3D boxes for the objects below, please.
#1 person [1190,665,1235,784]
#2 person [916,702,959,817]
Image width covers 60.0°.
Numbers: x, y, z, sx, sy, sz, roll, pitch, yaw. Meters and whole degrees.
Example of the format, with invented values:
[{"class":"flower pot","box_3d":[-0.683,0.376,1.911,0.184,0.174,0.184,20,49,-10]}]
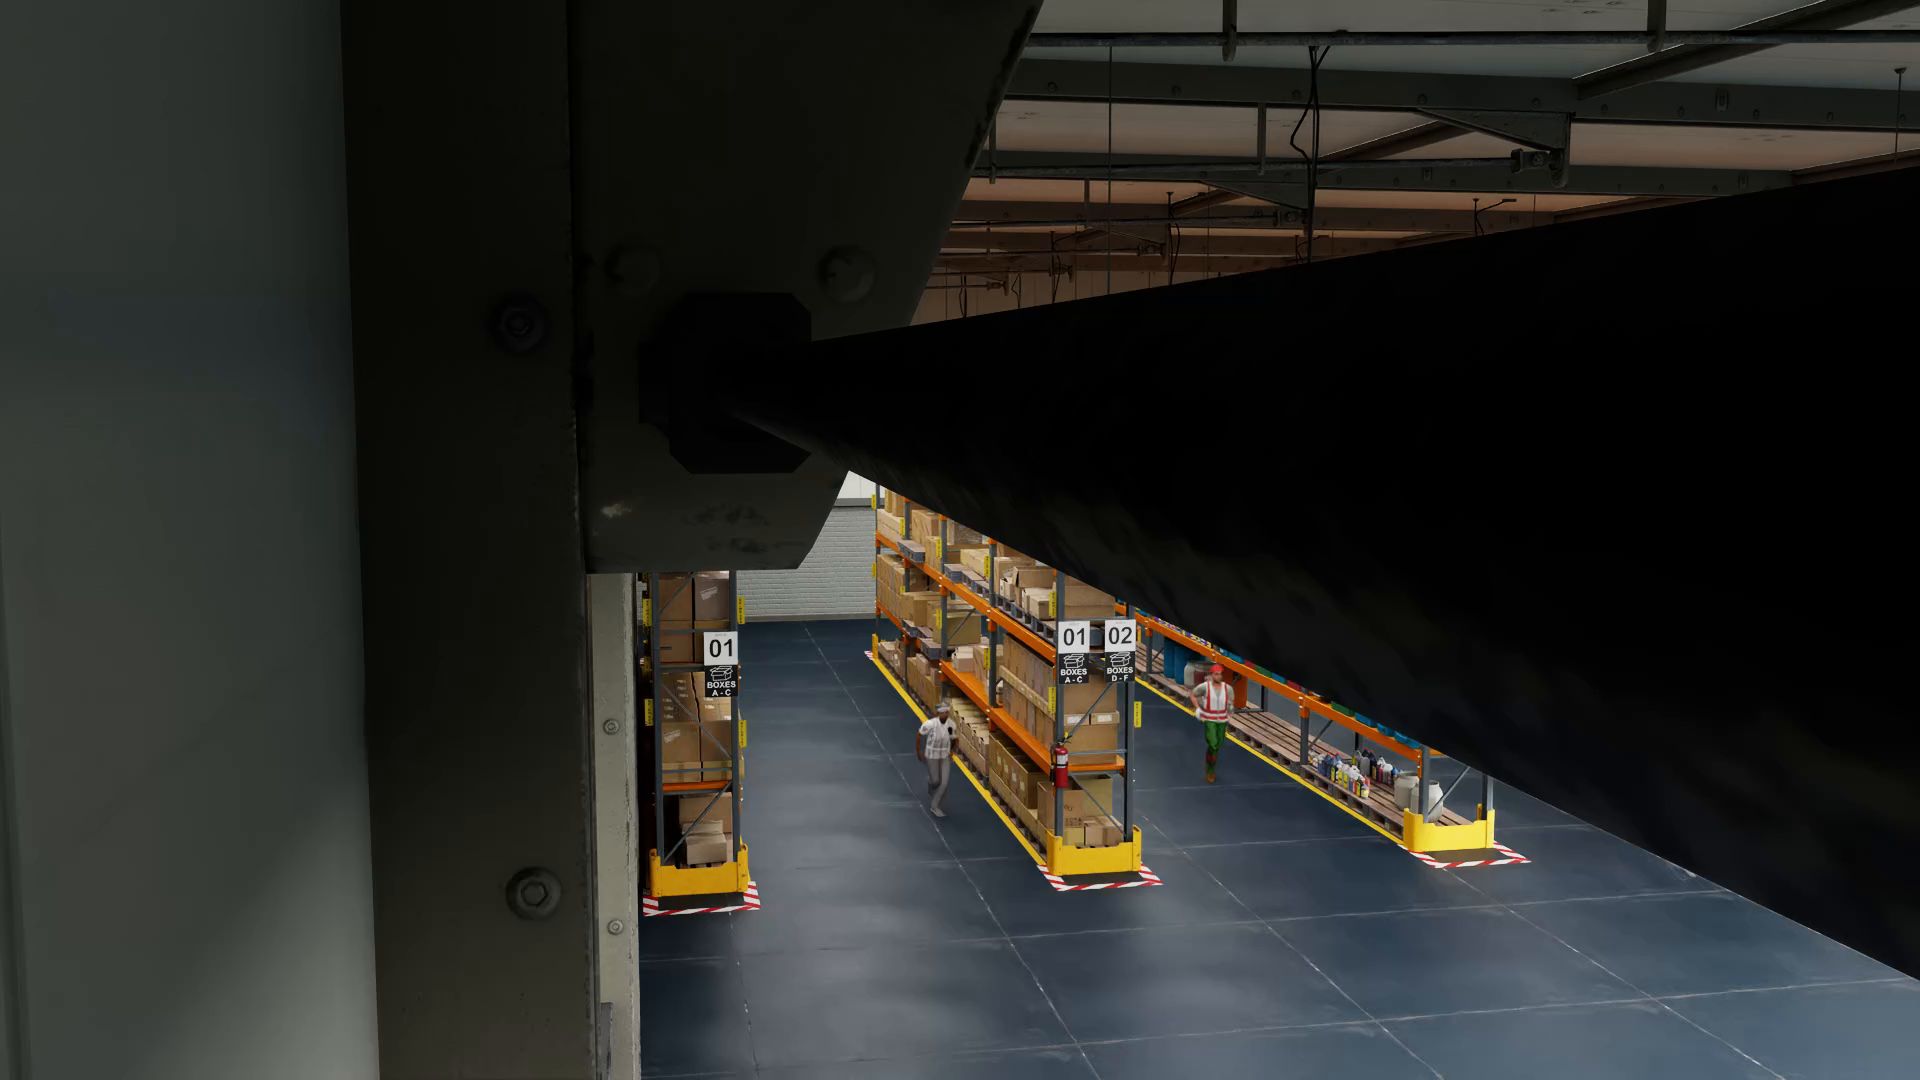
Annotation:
[{"class":"person","box_3d":[3.930,2.824,25.600,0.632,1.830,0.754,-1,6,-13]},{"class":"person","box_3d":[-0.313,3.105,23.717,0.611,1.650,0.655,-2,6,-16]}]
